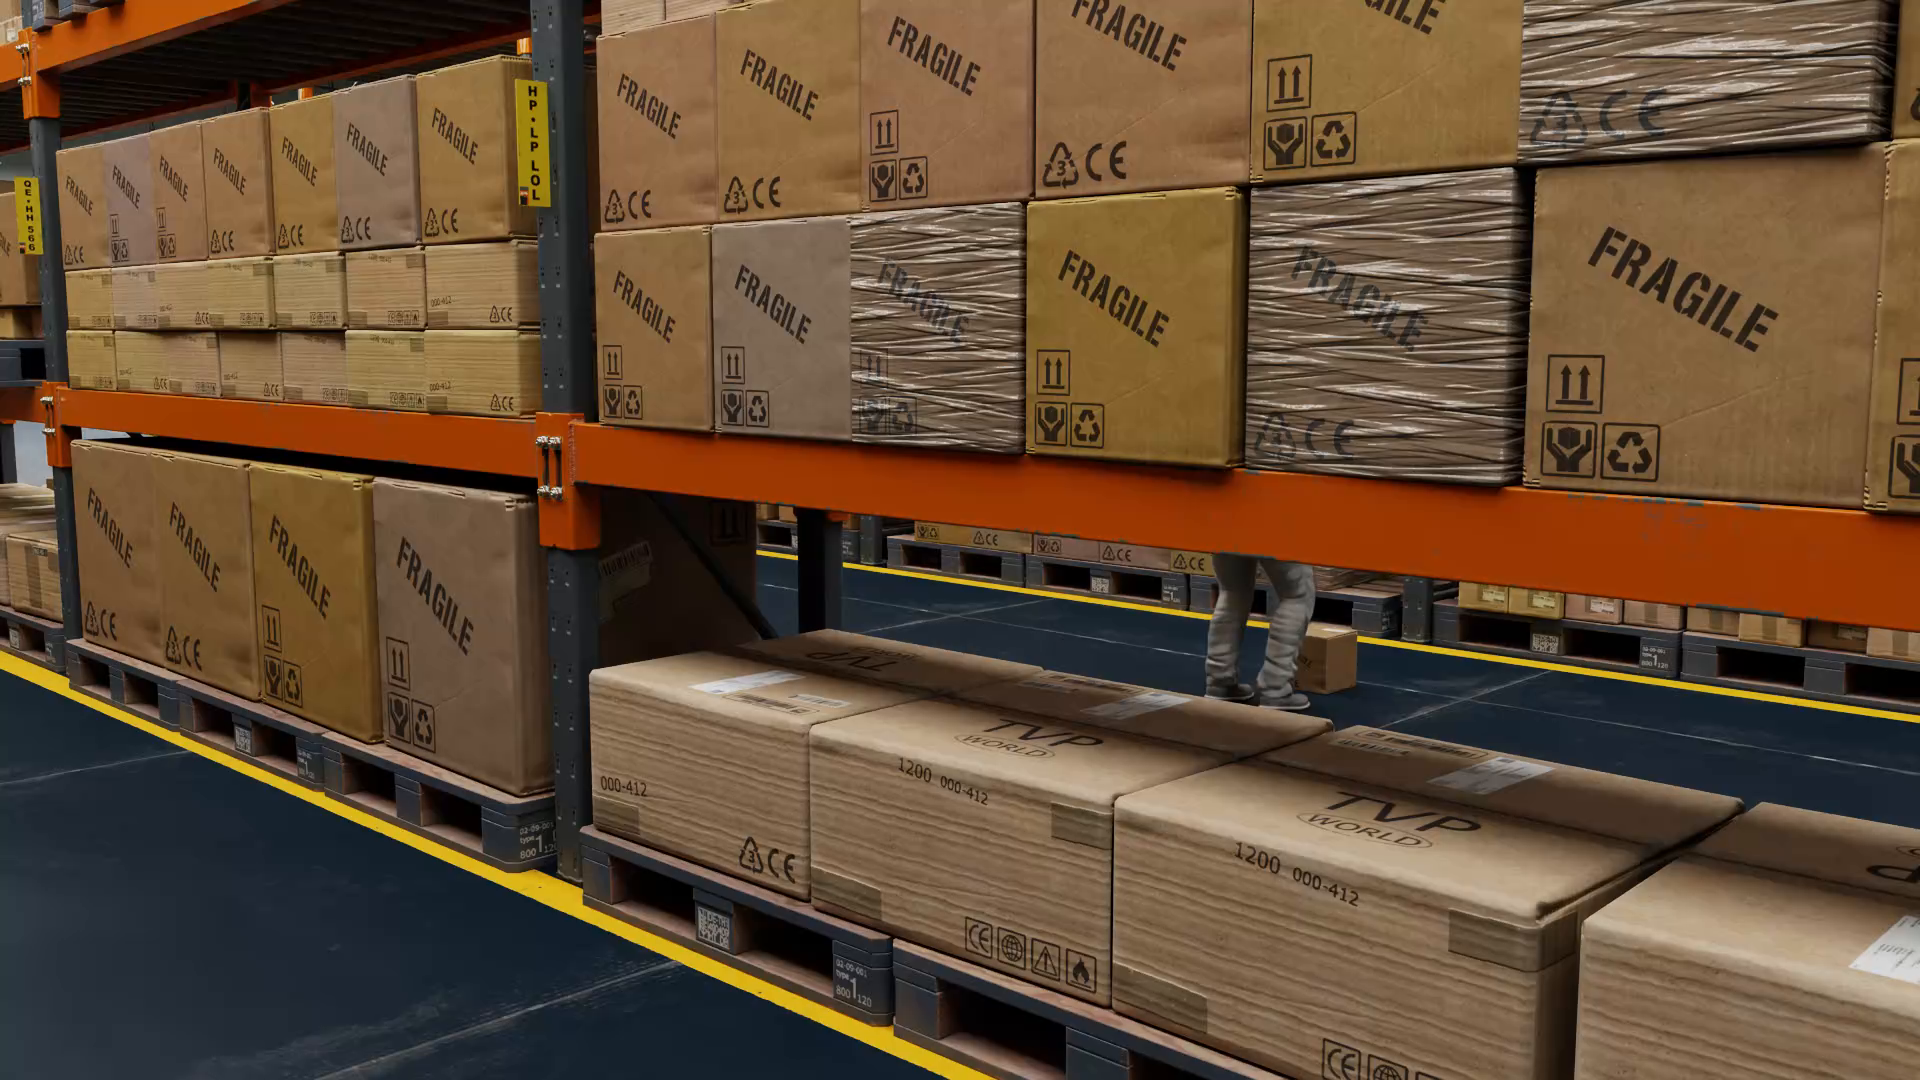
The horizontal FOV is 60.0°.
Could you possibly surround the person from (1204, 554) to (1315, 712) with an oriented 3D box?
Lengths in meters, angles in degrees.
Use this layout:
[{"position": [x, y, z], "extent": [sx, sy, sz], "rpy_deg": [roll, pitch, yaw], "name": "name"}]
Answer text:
[{"position": [1.219, -0.110, 6.873], "extent": [0.479, 1.620, 0.496], "rpy_deg": [-7, 10, -44], "name": "person"}]
